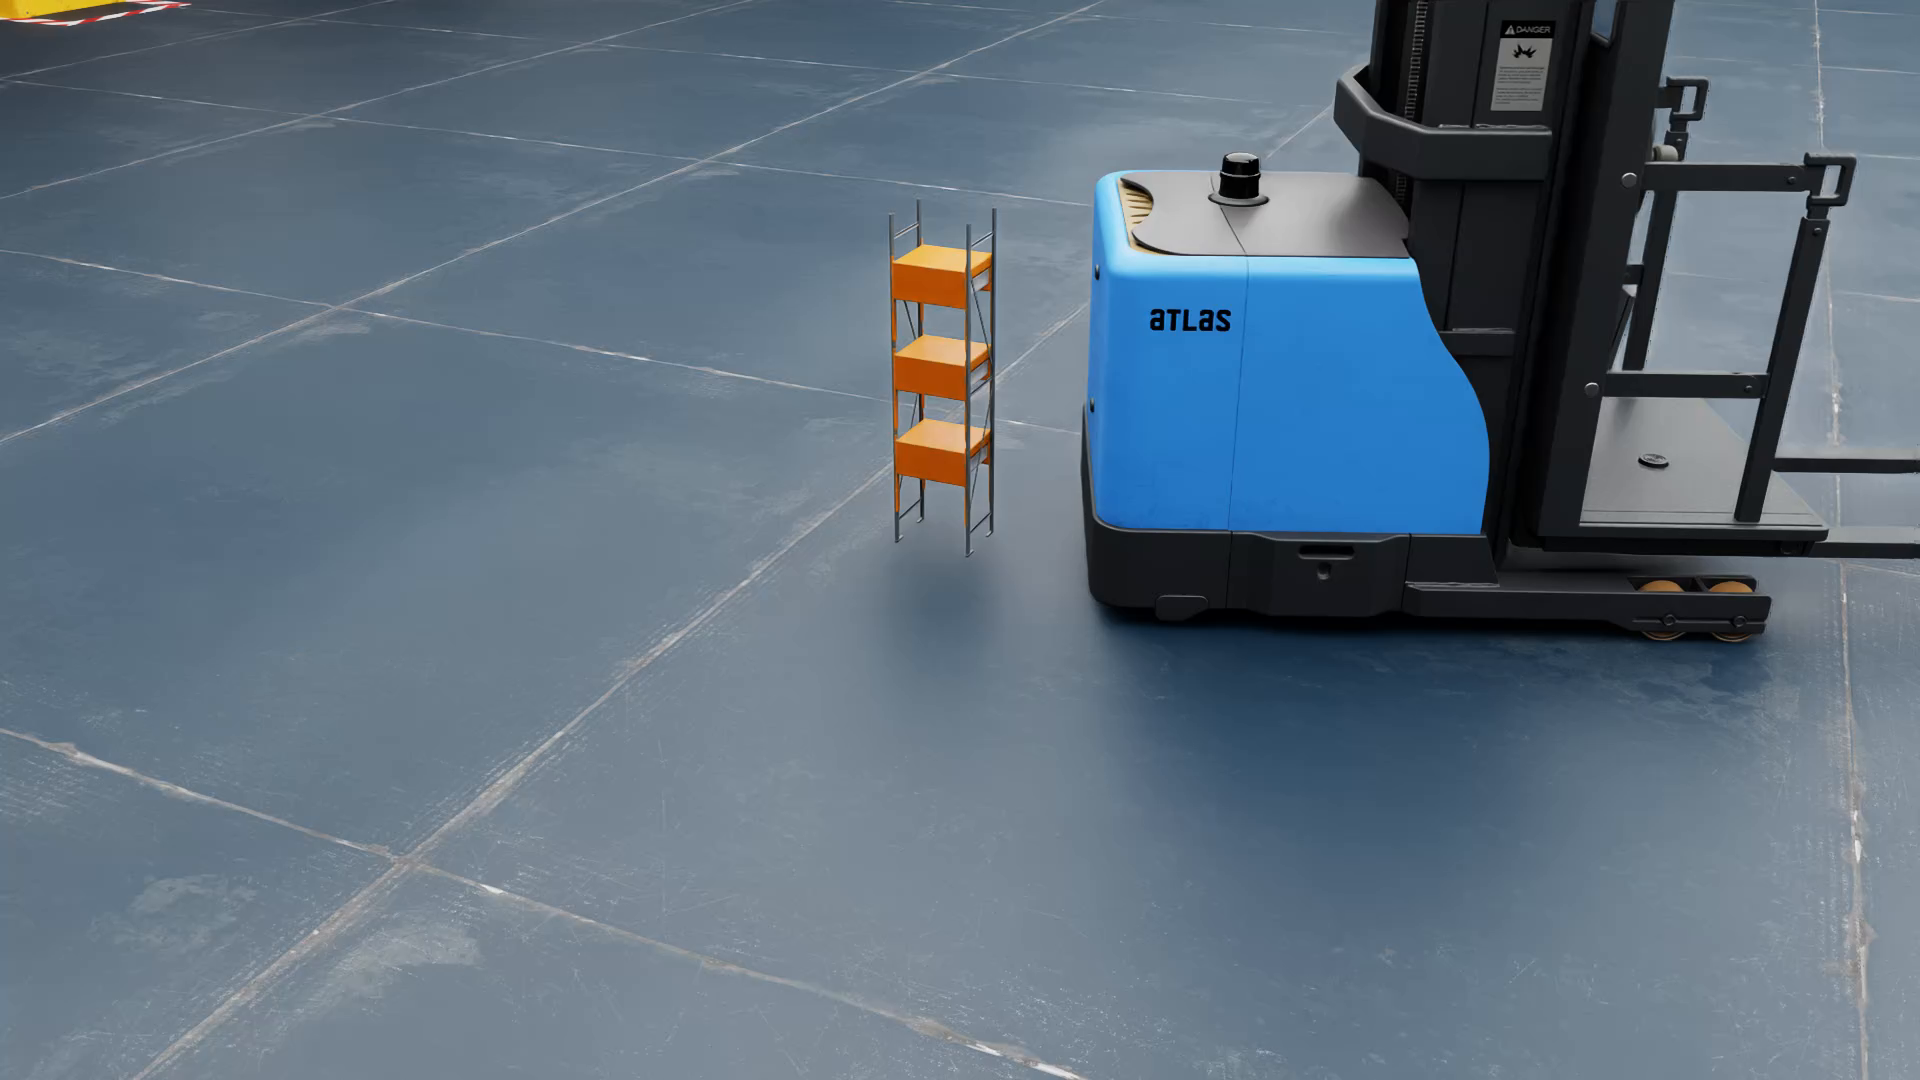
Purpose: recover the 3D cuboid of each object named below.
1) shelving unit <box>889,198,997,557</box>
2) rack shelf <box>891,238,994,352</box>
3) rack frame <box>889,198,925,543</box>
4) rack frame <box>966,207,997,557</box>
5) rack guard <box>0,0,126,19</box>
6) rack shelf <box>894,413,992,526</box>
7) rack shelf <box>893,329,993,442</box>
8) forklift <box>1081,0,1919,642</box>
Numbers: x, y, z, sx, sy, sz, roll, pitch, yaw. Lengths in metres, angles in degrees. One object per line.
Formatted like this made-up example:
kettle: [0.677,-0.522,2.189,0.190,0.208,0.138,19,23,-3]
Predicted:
shelving unit: [-0.049,-0.481,5.038,0.252,1.050,0.215,11,28,22]
rack shelf: [-0.049,-0.726,4.917,0.240,0.259,0.215,11,28,22]
rack frame: [-0.160,-0.503,5.083,0.008,1.050,0.200,11,28,22]
rack frame: [0.062,-0.458,4.993,0.008,1.050,0.200,11,28,22]
rack guard: [-8.083,-5.011,14.861,0.348,0.500,1.175,11,28,22]
rack shelf: [-0.049,-0.222,5.165,0.240,0.259,0.215,11,28,22]
rack shelf: [-0.049,-0.471,5.043,0.240,0.259,0.215,11,28,22]
forklift: [1.903,-1.269,4.509,3.031,2.935,1.130,1,26,2]
